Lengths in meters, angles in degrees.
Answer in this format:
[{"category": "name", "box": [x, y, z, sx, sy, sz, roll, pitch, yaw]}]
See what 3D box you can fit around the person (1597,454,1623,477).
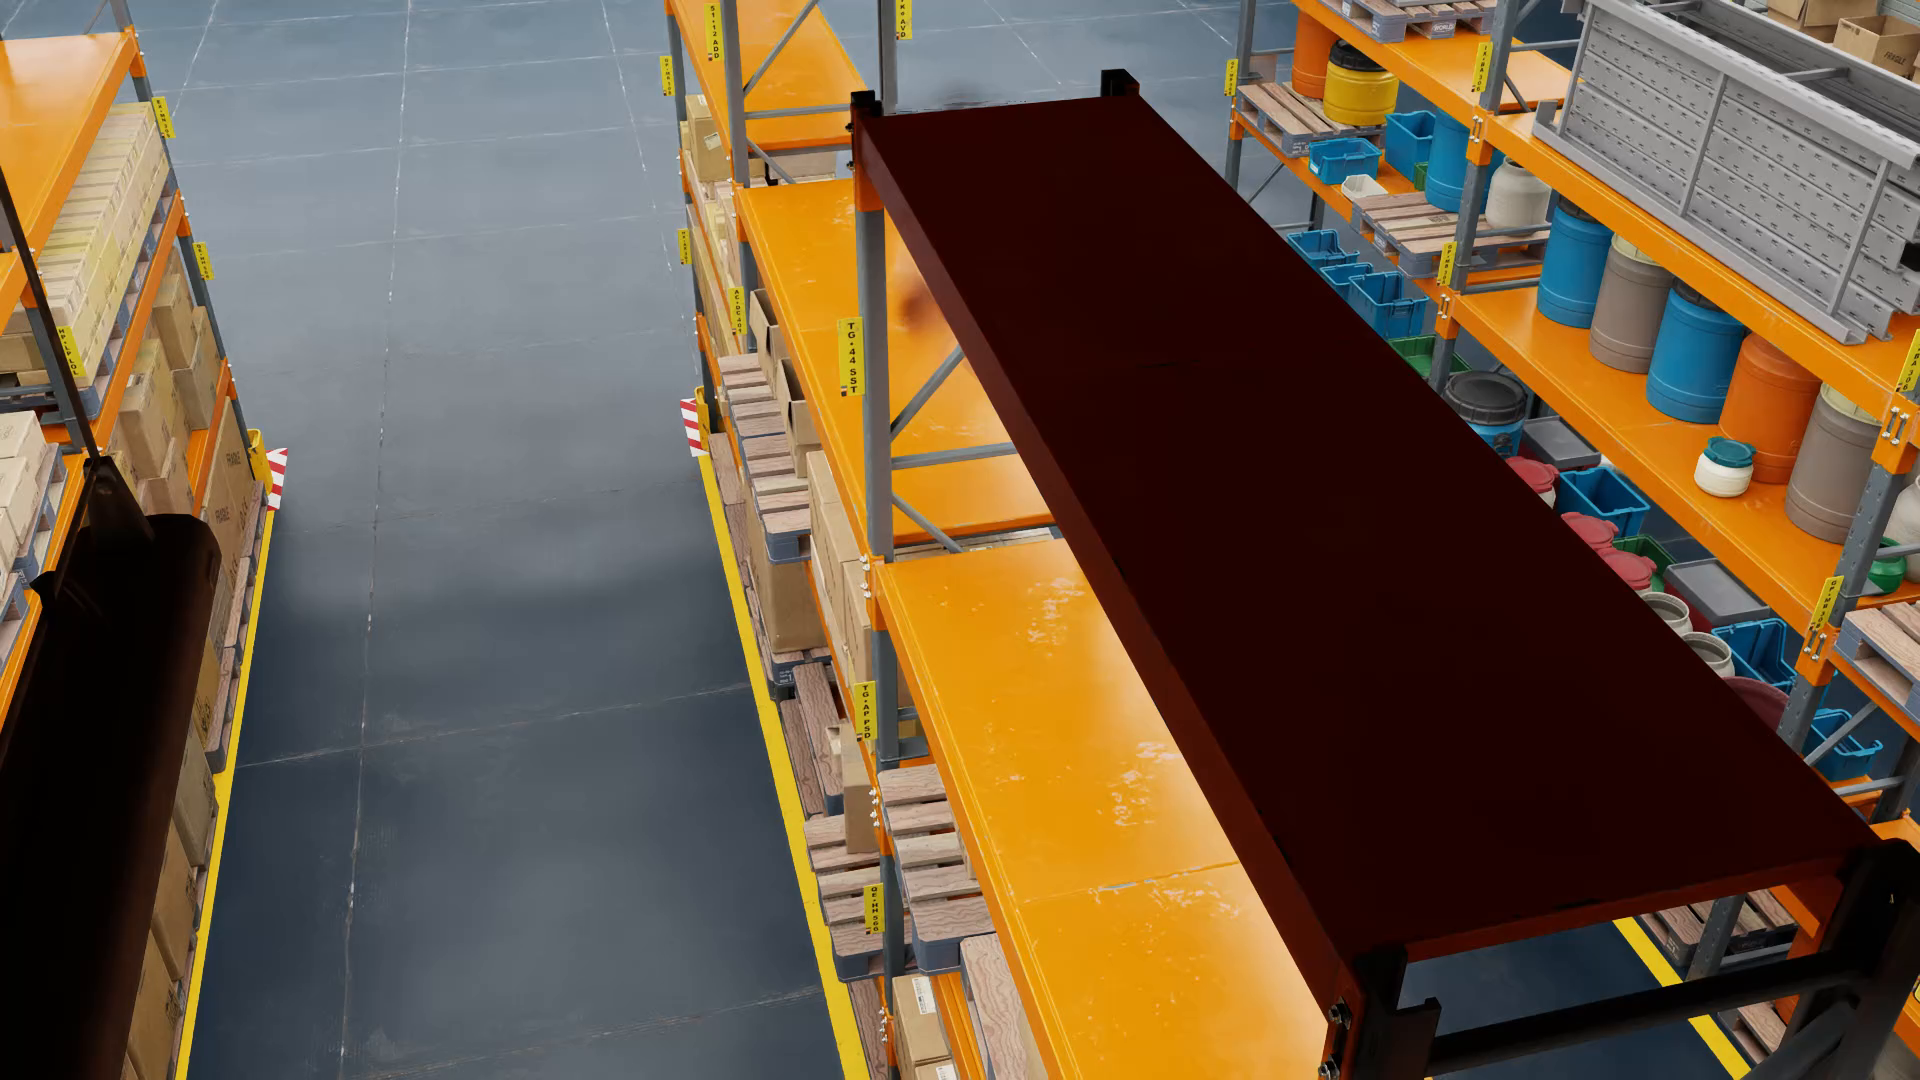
[{"category": "person", "box": [5.301, -0.620, 13.572, 0.719, 1.589, 1.126, 5, 35, 7]}]
